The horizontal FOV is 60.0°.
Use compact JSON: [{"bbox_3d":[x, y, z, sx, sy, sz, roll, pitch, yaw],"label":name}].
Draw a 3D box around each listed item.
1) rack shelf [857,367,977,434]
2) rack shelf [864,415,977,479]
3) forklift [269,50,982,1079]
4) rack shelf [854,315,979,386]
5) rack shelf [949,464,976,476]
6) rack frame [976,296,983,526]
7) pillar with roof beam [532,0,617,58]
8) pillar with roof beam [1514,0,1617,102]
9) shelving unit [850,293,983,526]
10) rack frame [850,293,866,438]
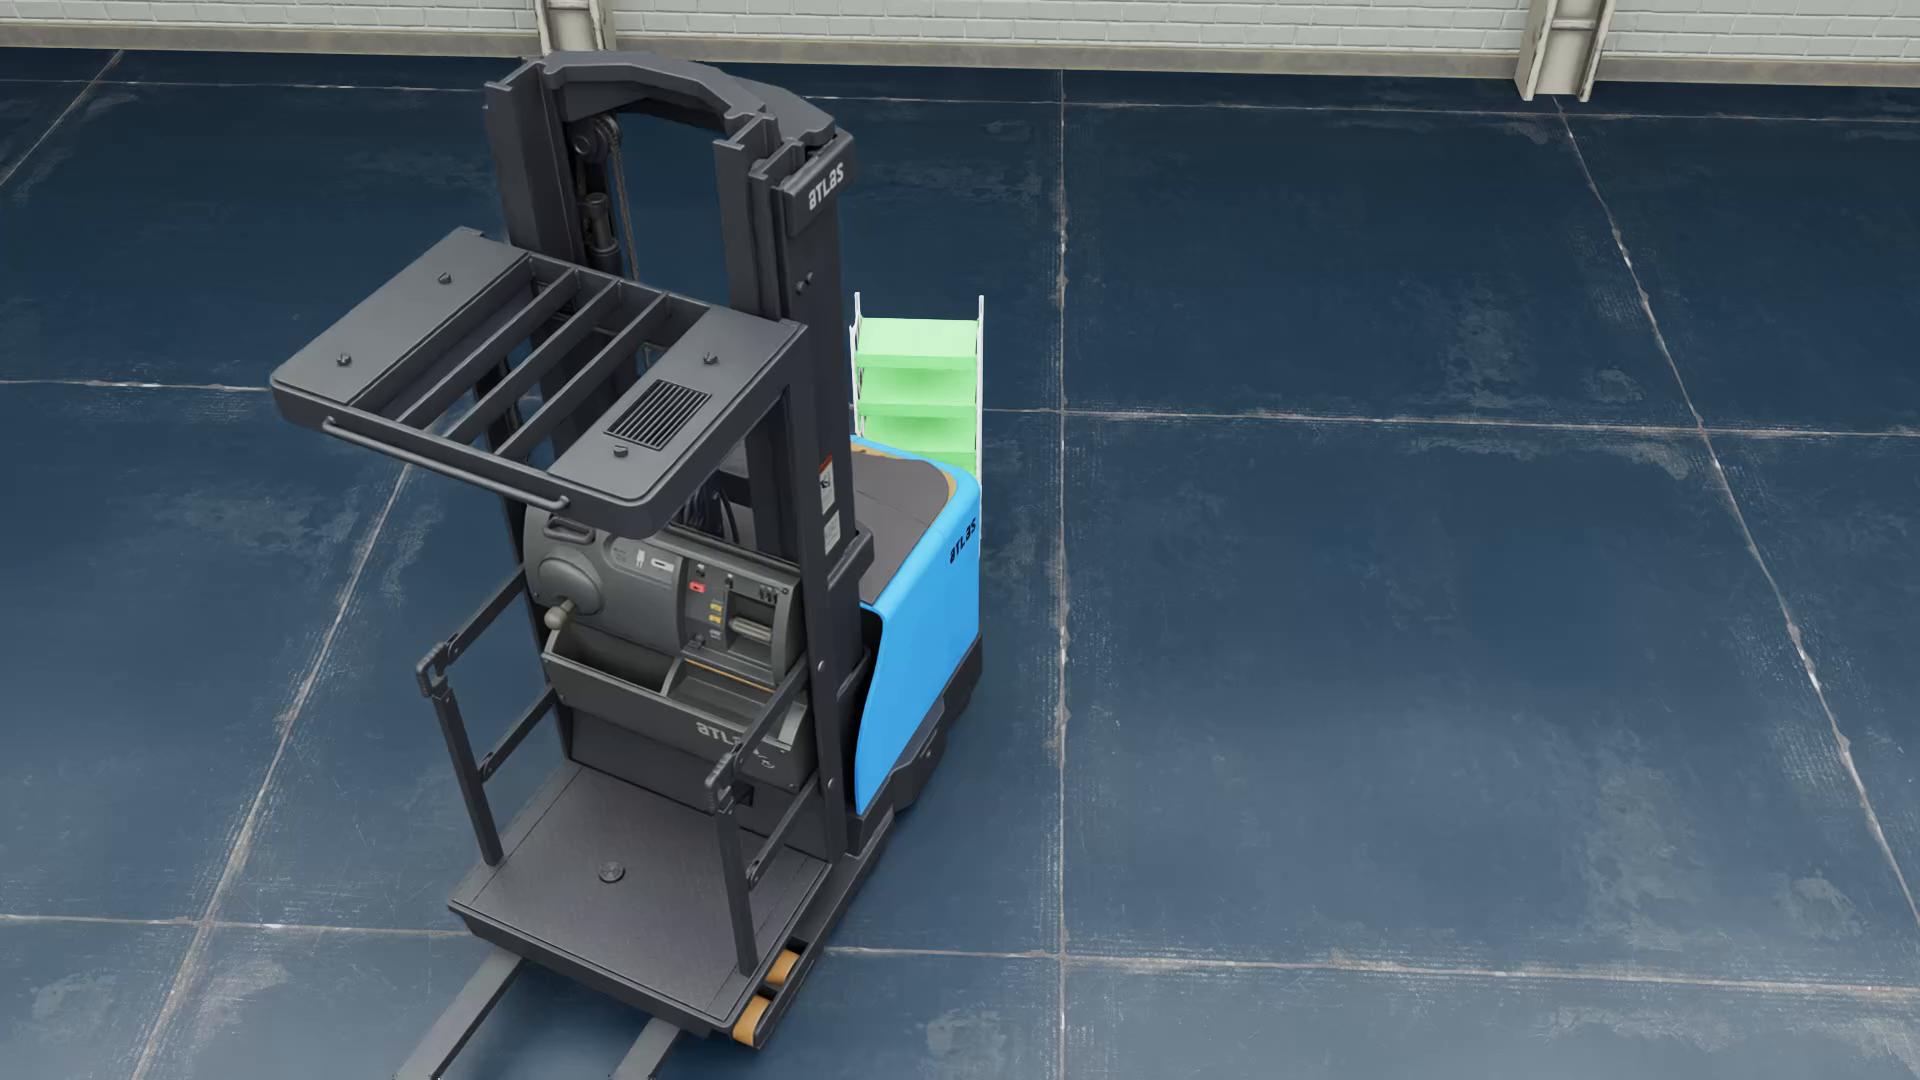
[{"bbox_3d":[-0.165,-0.573,6.726,0.480,0.148,0.258,2,43,2],"label":"rack shelf"},{"bbox_3d":[-0.165,-0.397,6.890,0.480,0.148,0.258,2,43,2],"label":"rack shelf"},{"bbox_3d":[-1.001,0.242,4.840,1.130,2.935,3.031,18,46,18],"label":"forklift"},{"bbox_3d":[-0.165,-0.749,6.563,0.480,0.148,0.258,2,43,2],"label":"rack shelf"},{"bbox_3d":[-0.165,-0.222,7.054,0.480,0.148,0.258,2,43,2],"label":"rack shelf"},{"bbox_3d":[0.078,-0.437,6.838,0.015,1.200,0.240,2,43,2],"label":"rack frame"},{"bbox_3d":[-2.555,-3.322,4.214,0.400,9.000,9.100,2,43,2],"label":"pillar with roof beam"},{"bbox_3d":[3.439,-3.137,4.016,0.400,9.000,9.100,2,43,2],"label":"pillar with roof beam"},{"bbox_3d":[-0.165,-0.444,6.846,0.503,1.200,0.258,2,43,2],"label":"shelving unit"},{"bbox_3d":[-0.409,-0.452,6.854,0.015,1.200,0.240,2,43,2],"label":"rack frame"}]
